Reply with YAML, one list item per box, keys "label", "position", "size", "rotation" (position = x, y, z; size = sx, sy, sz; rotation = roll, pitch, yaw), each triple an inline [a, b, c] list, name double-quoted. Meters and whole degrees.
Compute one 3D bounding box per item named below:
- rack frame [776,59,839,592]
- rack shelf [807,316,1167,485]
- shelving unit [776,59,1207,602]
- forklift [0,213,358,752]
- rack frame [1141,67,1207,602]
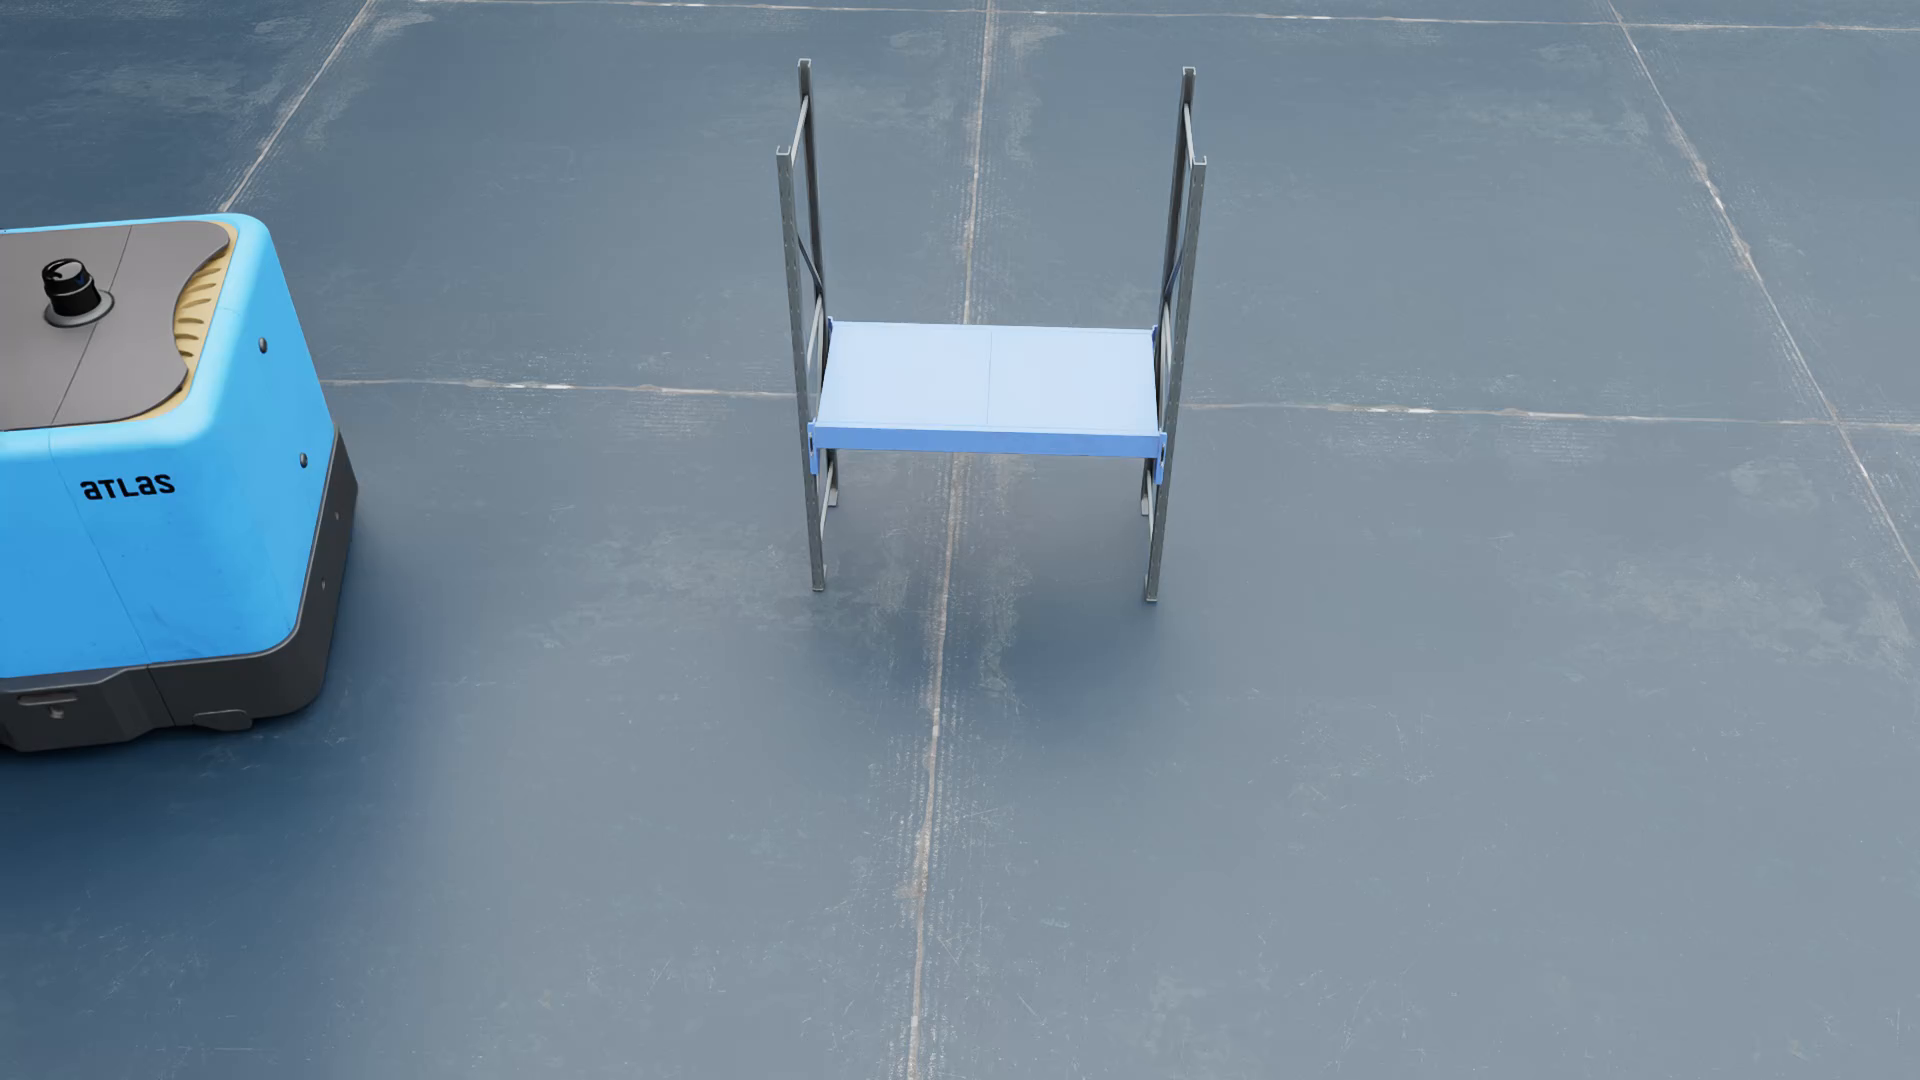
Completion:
- label: "rack frame"
  position: [-0.423, -0.562, 4.753]
  size: [0.032, 1.500, 0.500]
  rotation: [2, 43, 2]
- label: "rack shelf"
  position: [0.085, -0.415, 4.859]
  size: [1.000, 0.185, 0.538]
  rotation: [2, 43, 2]
- label: "shelving unit"
  position: [0.085, -0.546, 4.736]
  size: [1.048, 1.500, 0.538]
  rotation: [2, 43, 2]
- label: "forklift"
  position: [-3.364, -0.748, 3.903]
  size: [3.031, 2.935, 1.130]
  rotation: [-6, 43, -6]
- label: "rack frame"
  position: [0.593, -0.531, 4.719]
  size: [0.032, 1.500, 0.500]
  rotation: [2, 43, 2]
